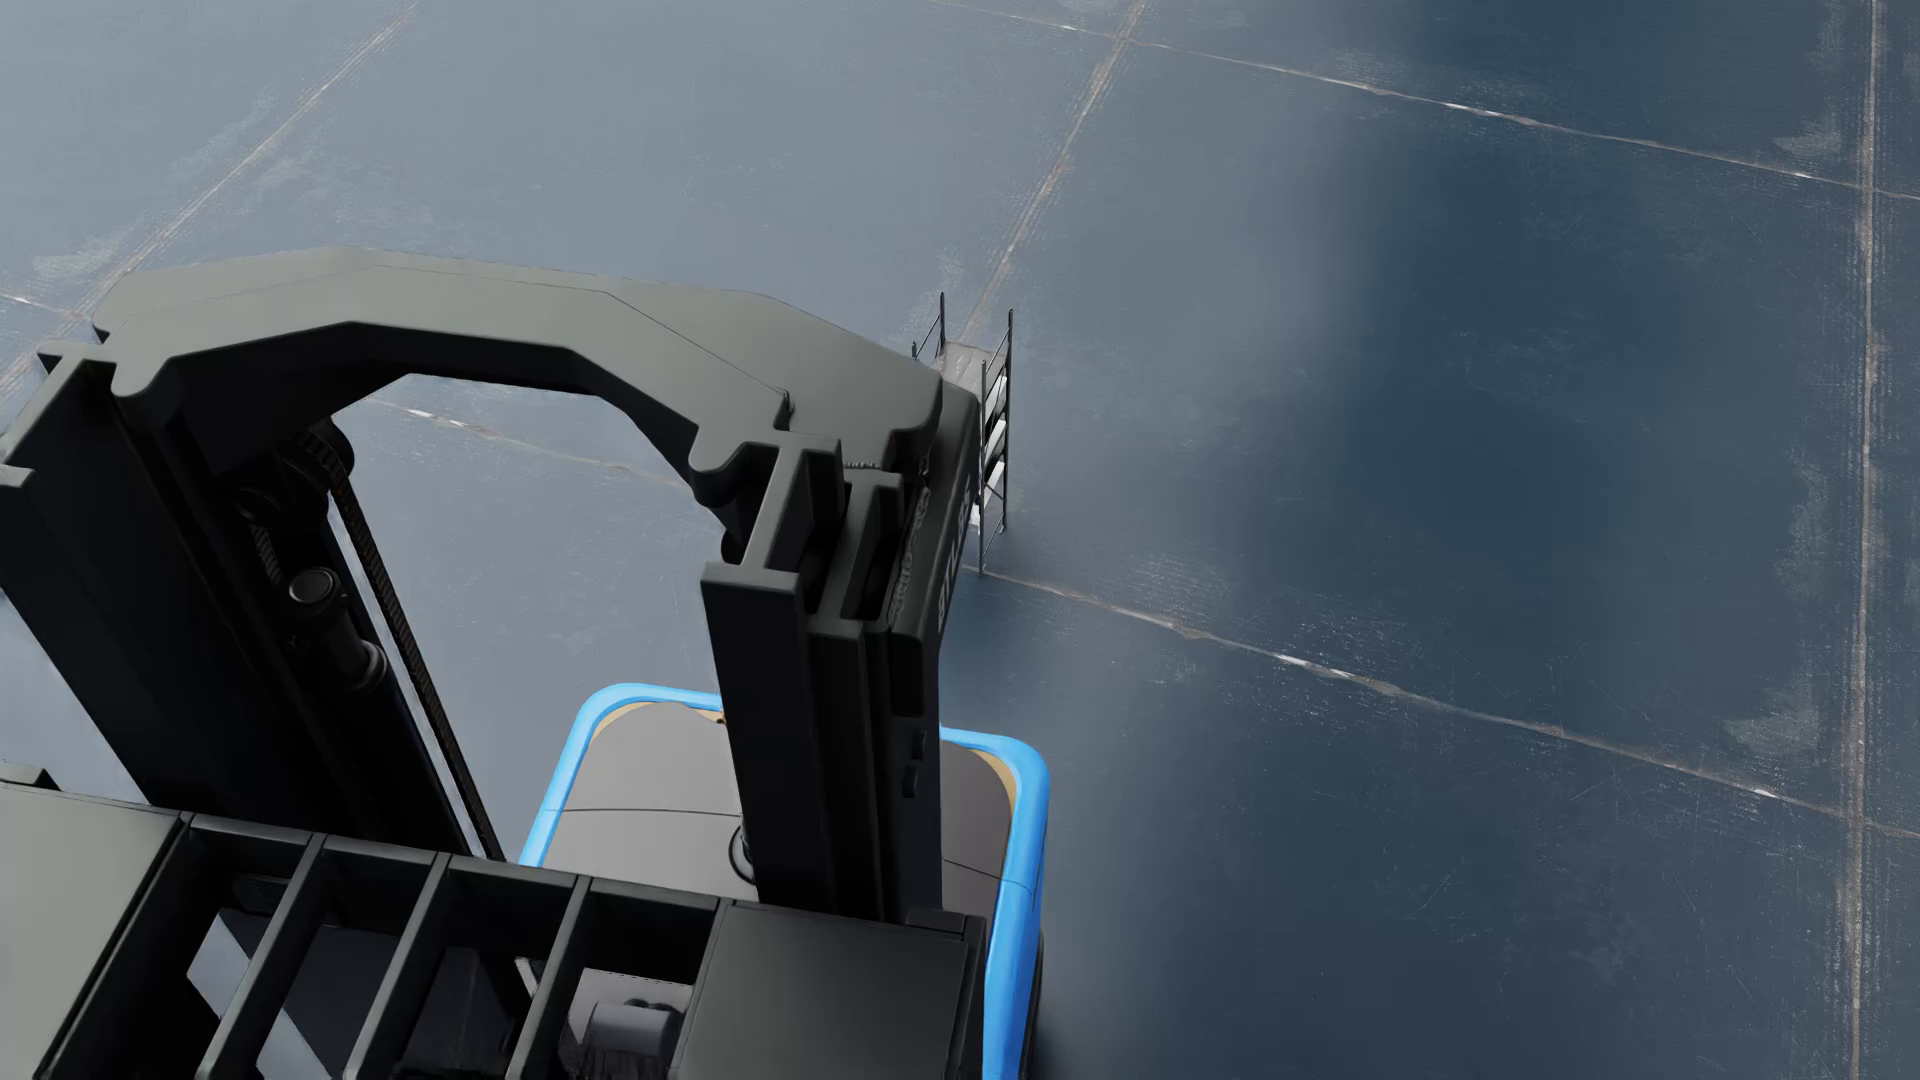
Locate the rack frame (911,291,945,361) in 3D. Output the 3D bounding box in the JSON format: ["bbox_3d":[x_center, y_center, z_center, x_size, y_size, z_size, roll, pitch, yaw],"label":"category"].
[{"bbox_3d":[-0.088,-0.319,4.931,0.006,0.900,0.240,16,51,13],"label":"rack frame"}]

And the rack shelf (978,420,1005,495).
[{"bbox_3d":[0.008,-0.271,4.933,0.200,0.077,0.258,16,51,13],"label":"rack shelf"}]

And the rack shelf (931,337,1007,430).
[{"bbox_3d":[0.008,-0.448,4.729,0.200,0.077,0.258,16,51,13],"label":"rack shelf"}]

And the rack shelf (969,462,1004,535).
[{"bbox_3d":[0.008,-0.153,5.069,0.200,0.077,0.258,16,51,13],"label":"rack shelf"}]

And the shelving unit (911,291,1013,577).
[{"bbox_3d":[0.008,-0.293,4.908,0.210,0.900,0.258,16,51,13],"label":"shelving unit"}]

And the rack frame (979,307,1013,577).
[{"bbox_3d":[0.103,-0.266,4.885,0.006,0.900,0.240,16,51,13],"label":"rack frame"}]

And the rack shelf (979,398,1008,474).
[{"bbox_3d":[0.008,-0.330,4.865,0.200,0.077,0.258,16,51,13],"label":"rack shelf"}]

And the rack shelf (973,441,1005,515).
[{"bbox_3d":[0.008,-0.212,5.001,0.200,0.077,0.258,16,51,13],"label":"rack shelf"}]

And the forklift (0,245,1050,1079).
[{"bbox_3d":[-0.559,1.201,2.269,1.130,2.935,3.031,8,50,6],"label":"forklift"}]

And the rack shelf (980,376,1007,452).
[{"bbox_3d":[0.008,-0.389,4.797,0.200,0.077,0.258,16,51,13],"label":"rack shelf"}]
